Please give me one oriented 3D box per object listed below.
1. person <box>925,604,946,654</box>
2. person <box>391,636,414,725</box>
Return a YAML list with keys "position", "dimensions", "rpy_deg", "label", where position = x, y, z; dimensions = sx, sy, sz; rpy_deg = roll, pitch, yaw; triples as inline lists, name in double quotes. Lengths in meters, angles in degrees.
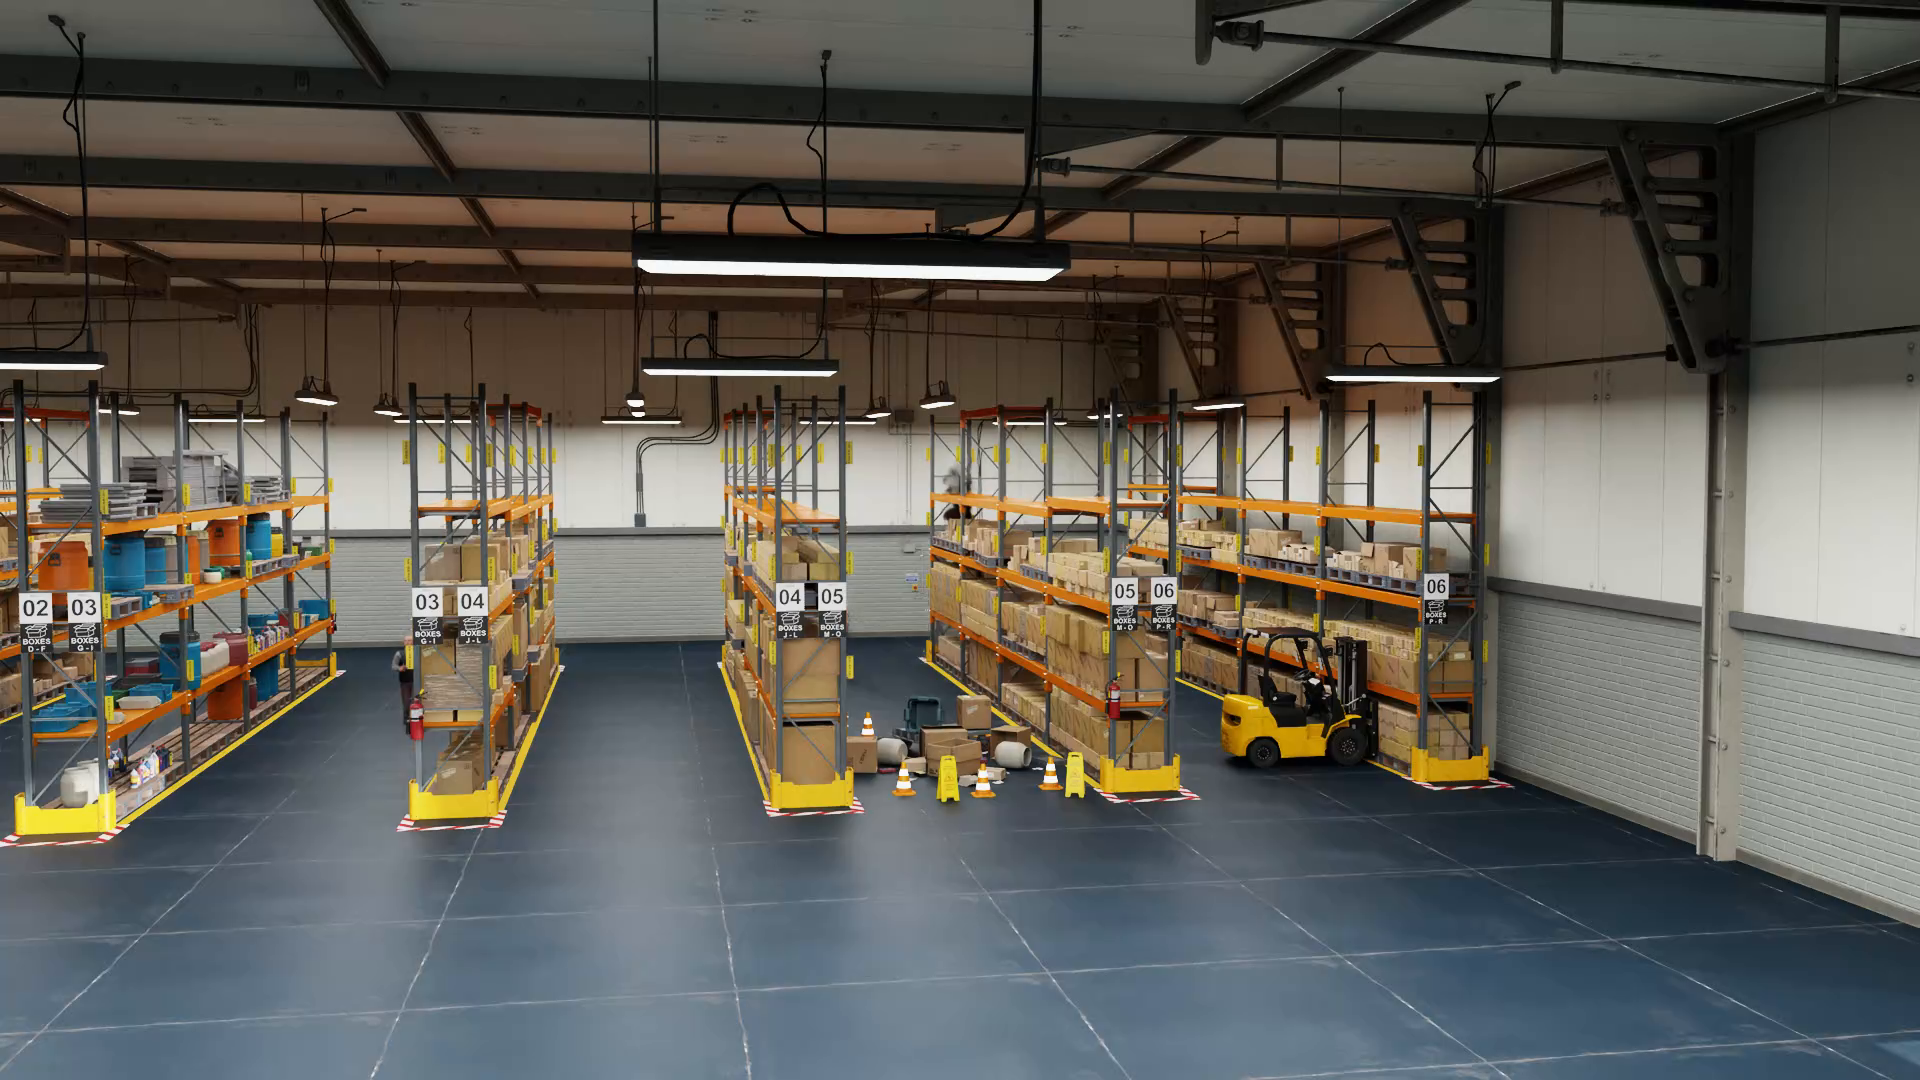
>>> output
- position: [-0.540, 2.066, 41.794]
  dimensions: [0.749, 1.721, 0.596]
  rpy_deg: [0, 3, 4]
  label: "person"
- position: [-9.982, 2.609, 30.257]
  dimensions: [0.665, 1.751, 0.954]
  rpy_deg: [-1, 3, -11]
  label: "person"
